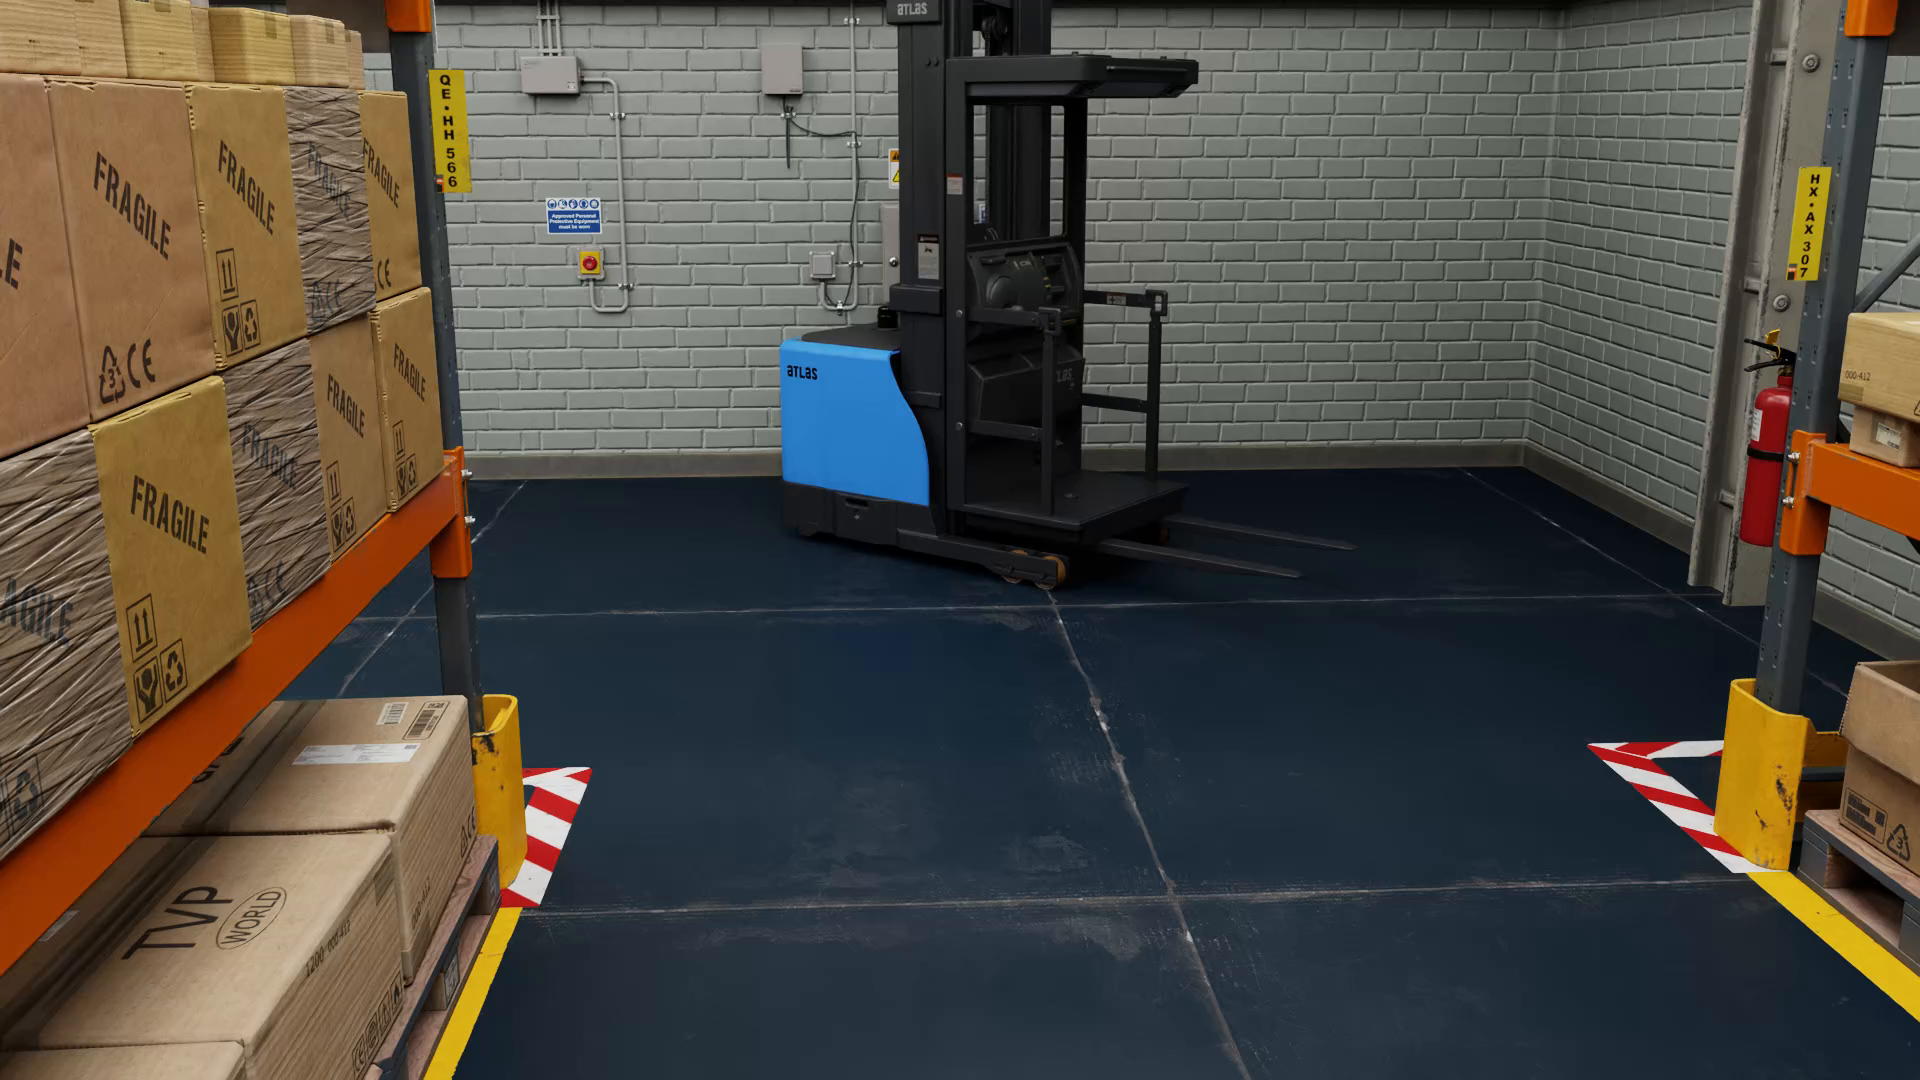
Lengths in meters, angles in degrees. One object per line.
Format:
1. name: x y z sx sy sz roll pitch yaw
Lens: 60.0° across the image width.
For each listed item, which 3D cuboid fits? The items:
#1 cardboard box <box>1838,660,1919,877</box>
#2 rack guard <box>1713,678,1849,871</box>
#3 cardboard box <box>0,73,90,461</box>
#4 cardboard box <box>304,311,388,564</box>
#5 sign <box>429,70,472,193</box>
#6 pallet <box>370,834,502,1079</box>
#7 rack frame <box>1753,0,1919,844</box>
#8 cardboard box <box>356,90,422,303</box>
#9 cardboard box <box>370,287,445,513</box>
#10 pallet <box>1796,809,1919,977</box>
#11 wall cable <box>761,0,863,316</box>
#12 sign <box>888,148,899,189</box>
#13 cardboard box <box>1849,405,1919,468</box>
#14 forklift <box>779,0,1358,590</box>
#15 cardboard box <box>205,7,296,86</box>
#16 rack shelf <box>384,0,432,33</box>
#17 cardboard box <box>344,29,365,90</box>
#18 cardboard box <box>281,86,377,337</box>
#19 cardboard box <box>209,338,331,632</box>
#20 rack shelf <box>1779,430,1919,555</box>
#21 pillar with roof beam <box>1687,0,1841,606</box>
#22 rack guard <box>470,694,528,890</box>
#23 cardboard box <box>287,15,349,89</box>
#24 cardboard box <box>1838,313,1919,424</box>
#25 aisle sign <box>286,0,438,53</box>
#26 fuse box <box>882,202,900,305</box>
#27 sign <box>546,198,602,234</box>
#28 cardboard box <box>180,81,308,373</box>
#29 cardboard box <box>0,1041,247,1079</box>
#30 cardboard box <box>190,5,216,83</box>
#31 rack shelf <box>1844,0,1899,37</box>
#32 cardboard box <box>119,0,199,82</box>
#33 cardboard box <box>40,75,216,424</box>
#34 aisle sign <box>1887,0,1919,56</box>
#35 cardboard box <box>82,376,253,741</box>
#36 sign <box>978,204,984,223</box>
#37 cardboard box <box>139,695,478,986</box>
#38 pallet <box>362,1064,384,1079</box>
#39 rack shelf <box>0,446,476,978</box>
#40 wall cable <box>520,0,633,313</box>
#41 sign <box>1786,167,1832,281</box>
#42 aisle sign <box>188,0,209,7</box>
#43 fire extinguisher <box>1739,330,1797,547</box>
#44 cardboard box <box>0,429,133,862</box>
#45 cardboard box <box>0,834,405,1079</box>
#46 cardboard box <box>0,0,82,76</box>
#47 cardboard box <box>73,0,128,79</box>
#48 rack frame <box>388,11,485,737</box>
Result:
1. cardboard box: 2.963 0.649 4.651 0.797 0.503 0.637 -1 15 -6
2. rack guard: 3.024 0.719 5.227 1.175 0.500 0.348 -1 14 -3
3. cardboard box: -1.520 -0.346 2.143 0.500 0.500 0.500 -1 14 -2
4. cardboard box: -1.624 -0.240 3.738 0.500 0.500 0.500 -1 14 -5
5. sign: -1.392 -1.113 4.533 0.100 0.325 0.005 -1 14 -3
6. pallet: -1.807 1.116 4.267 1.003 0.211 1.213 -1 14 -3
7. rack frame: 3.019 -0.510 4.989 1.000 3.000 0.127 -1 14 -3
8. cardboard box: -1.667 -0.849 4.099 0.500 0.500 0.500 0 14 -2
9. cardboard box: -1.640 -0.365 4.224 0.500 0.500 0.500 -1 14 -3
10. pallet: 3.074 1.058 4.492 1.003 0.211 1.213 -1 14 -3
11. wall cable: -0.892 -2.351 10.106 0.588 1.984 0.122 -1 14 -3
12. sign: -0.270 -2.281 10.215 0.339 0.242 0.001 -1 14 -3
13. cardboard box: 2.766 -0.302 4.686 0.380 0.149 0.250 -1 14 -4
14. forklift: 0.504 -1.326 8.300 3.031 2.935 1.130 10 18 35
15. cardboard box: -1.598 -1.004 3.400 0.380 0.149 0.250 -1 14 -2
16. rack shelf: -1.811 -1.039 2.470 1.077 0.370 4.000 -1 14 -3
17. cardboard box: -1.712 -1.193 4.135 0.380 0.149 0.250 -1 14 -3
18. cardboard box: -1.605 -0.719 3.595 0.500 0.500 0.500 -1 14 -3
19. cardboard box: -1.583 -0.112 3.242 0.500 0.500 0.500 0 14 -2
20. rack shelf: 3.143 0.336 3.145 1.077 0.370 4.000 -1 14 -3
21. pillar with roof beam: -0.545 -4.033 6.643 9.100 9.000 0.400 -1 14 -3
22. rack guard: -1.936 0.772 5.022 1.175 0.500 0.348 -1 14 -3
23. cardboard box: -1.573 -1.067 3.646 0.380 0.149 0.250 -1 14 -4
24. cardboard box: 2.779 -0.464 4.516 0.500 0.250 0.500 -1 14 -3
25. aisle sign: -1.630 -1.714 4.452 0.394 0.787 0.004 -1 14 -3
26. fuse box: -0.202 -1.207 10.282 0.539 1.711 0.414 -1 14 -3
27. sign: -2.359 -1.980 10.159 0.327 0.218 0.001 -1 14 -3
28. cardboard box: -1.578 -0.596 3.117 0.500 0.500 0.500 -1 14 -4
29. cardboard box: -1.675 1.219 2.566 0.875 0.438 0.875 -1 14 -5
30. cardboard box: -1.653 -0.938 3.143 0.380 0.149 0.250 -1 14 -4
31. rack shelf: 3.143 -1.117 2.771 1.077 0.370 4.000 -1 14 -3
32. cardboard box: -1.579 -0.877 2.904 0.380 0.149 0.250 -1 14 -2
33. cardboard box: -1.549 -0.471 2.631 0.500 0.500 0.500 -1 14 -4
34. aisle sign: 2.722 -1.781 4.713 0.394 0.787 0.004 -1 14 -3
35. cardboard box: -1.538 0.016 2.743 0.500 0.500 0.500 0 14 -2
36. sign: 0.279 -1.844 10.363 0.329 0.494 0.001 -1 14 -3
37. cardboard box: -1.794 0.768 4.322 0.875 0.438 0.875 -1 14 -5
38. pallet: -1.734 1.418 3.090 1.003 0.211 1.213 -1 14 -3
39. rack shelf: -1.811 0.413 2.844 1.077 0.370 4.000 -1 14 -3
40. wall cable: -2.307 -2.342 10.006 0.585 1.953 0.123 -1 14 -3
41. sign: 2.478 -0.921 4.848 0.100 0.325 0.005 -1 14 -3
42. aisle sign: -2.228 -1.705 4.416 0.394 0.787 0.004 -1 14 -3
43. fire extinguisher: 2.549 -0.321 5.159 0.296 0.674 0.183 -1 14 -3
44. cardboard box: -1.506 0.144 2.245 0.500 0.500 0.500 -1 14 -3
45. cardboard box: -1.729 0.995 3.438 0.875 0.438 0.875 0 14 -2
46. cardboard box: -1.523 -0.746 2.397 0.380 0.149 0.250 -1 14 -3
47. cardboard box: -1.581 -0.811 2.650 0.380 0.149 0.250 0 14 -2
48. rack frame: -1.935 -0.432 4.687 1.000 3.000 0.127 -1 14 -3
